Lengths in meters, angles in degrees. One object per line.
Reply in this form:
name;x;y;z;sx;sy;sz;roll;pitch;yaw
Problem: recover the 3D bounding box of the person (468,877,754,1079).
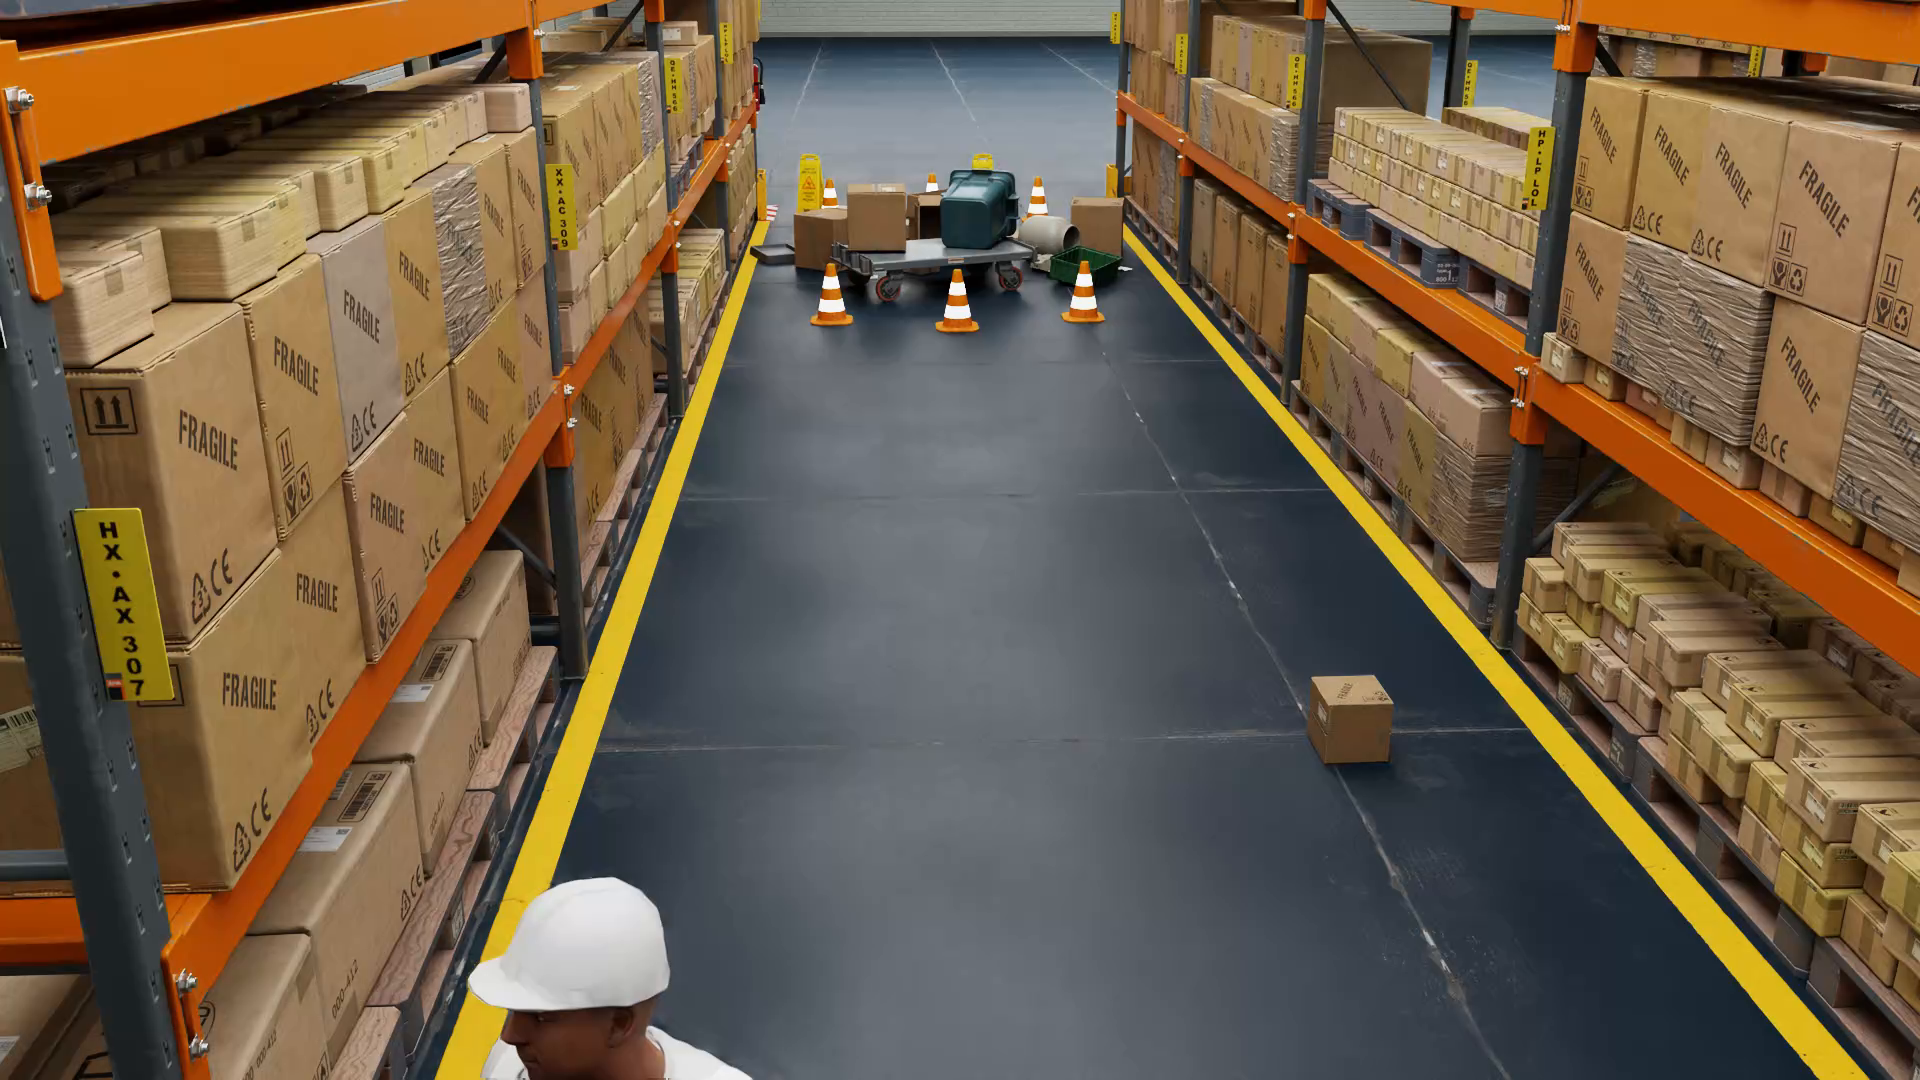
person;-0.540;1.315;2.471;0.598;1.742;0.998;12;23;29
